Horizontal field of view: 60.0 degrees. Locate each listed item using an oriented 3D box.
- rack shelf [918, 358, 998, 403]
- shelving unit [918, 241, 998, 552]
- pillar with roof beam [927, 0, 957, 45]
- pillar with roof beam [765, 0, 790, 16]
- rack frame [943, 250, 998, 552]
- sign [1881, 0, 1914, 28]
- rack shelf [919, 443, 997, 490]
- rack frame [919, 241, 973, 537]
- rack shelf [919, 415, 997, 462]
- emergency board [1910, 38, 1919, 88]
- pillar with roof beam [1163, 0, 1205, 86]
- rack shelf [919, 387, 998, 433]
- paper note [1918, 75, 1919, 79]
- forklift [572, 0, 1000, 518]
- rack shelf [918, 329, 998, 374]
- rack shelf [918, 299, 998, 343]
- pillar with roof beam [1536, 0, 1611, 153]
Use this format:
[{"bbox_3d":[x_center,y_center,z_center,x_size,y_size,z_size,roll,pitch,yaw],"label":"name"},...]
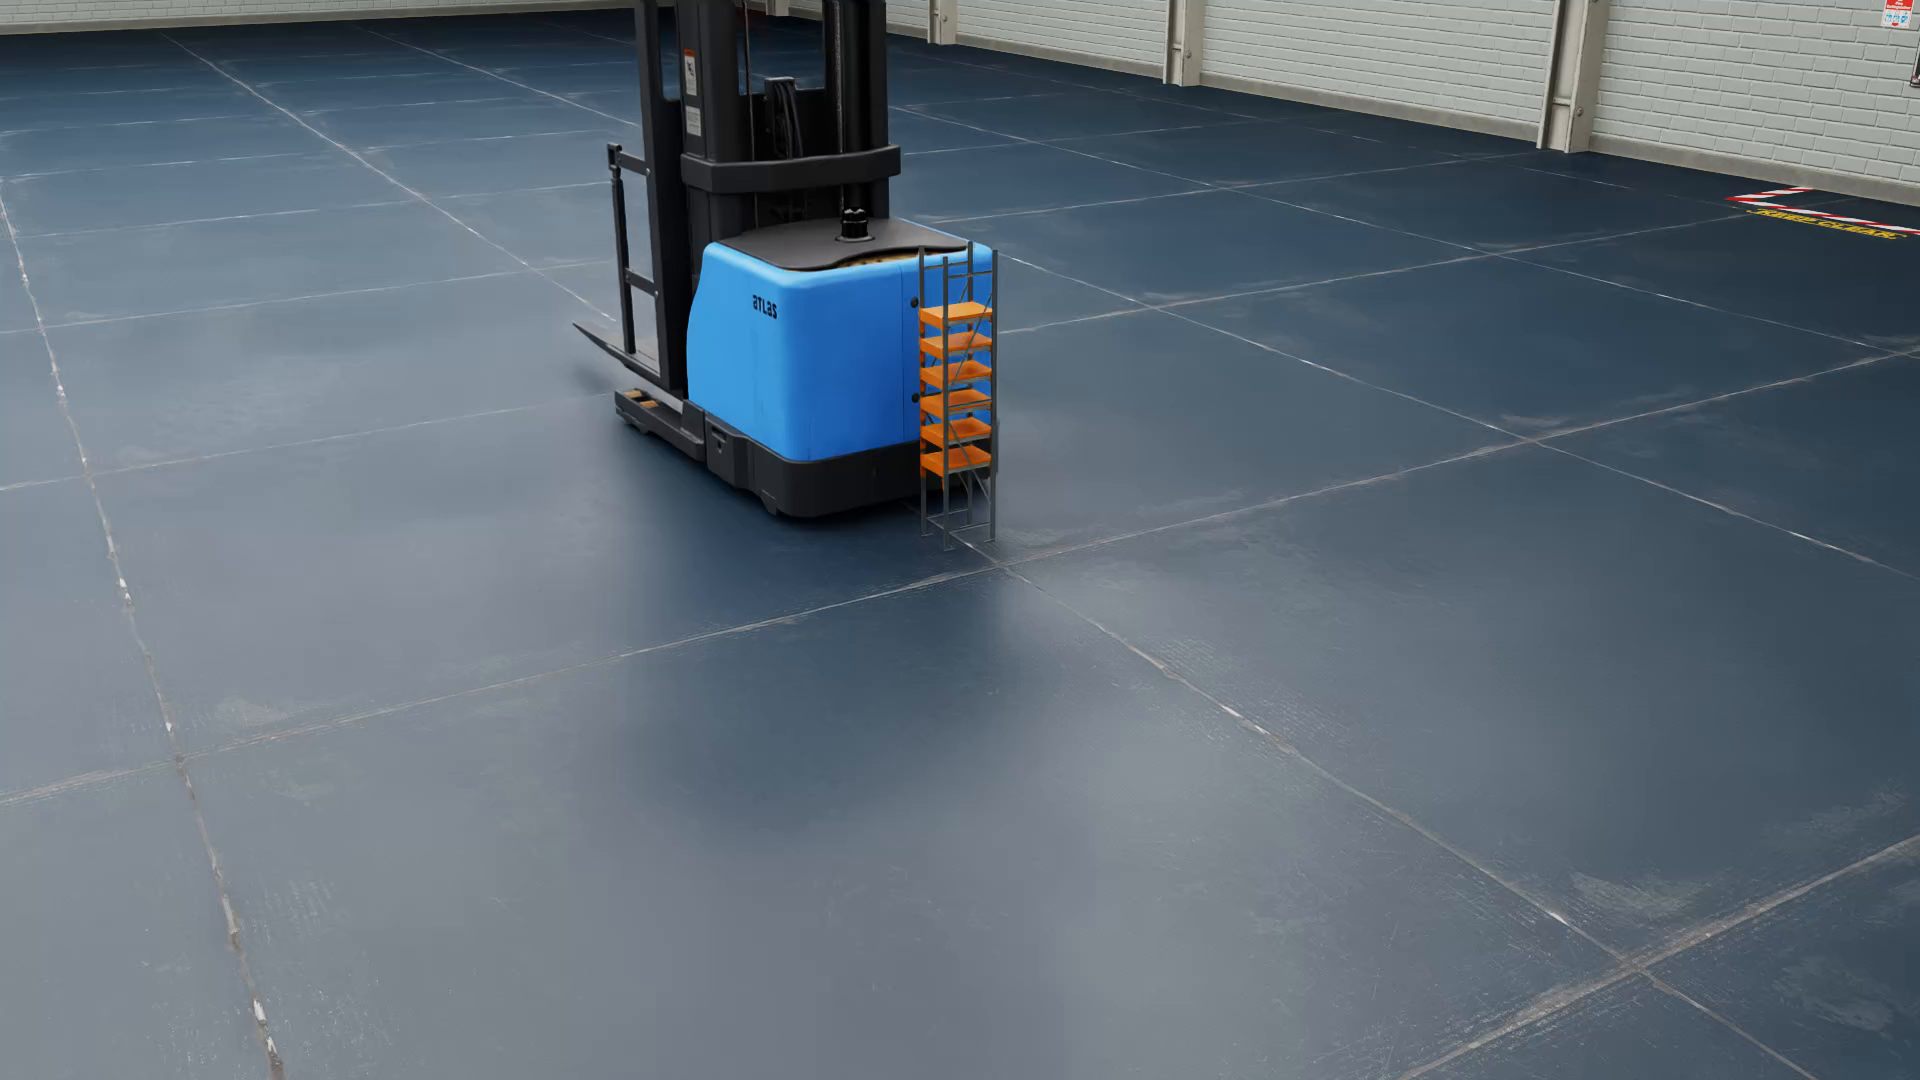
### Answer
[{"bbox_3d":[-0.007,-0.631,6.569,0.258,0.103,0.180,-13,25,-28],"label":"rack shelf"},{"bbox_3d":[-0.007,-0.561,6.597,0.258,1.200,0.189,-13,25,-28],"label":"shelving unit"},{"bbox_3d":[-3.972,-11.024,21.983,9.100,9.000,0.400,-13,25,-28],"label":"pillar with roof beam"},{"bbox_3d":[-7.037,-12.966,26.761,9.100,9.000,0.400,-13,25,-28],"label":"pillar with roof beam"},{"bbox_3d":[0.039,-0.531,6.524,0.240,1.200,0.006,-13,25,-28],"label":"rack frame"},{"bbox_3d":[7.500,-4.269,13.283,0.001,0.329,0.234,-13,25,-28],"label":"sign"},{"bbox_3d":[-0.007,-0.297,6.704,0.258,0.103,0.180,-13,25,-28],"label":"rack shelf"},{"bbox_3d":[-0.054,-0.590,6.670,0.240,1.200,0.006,-13,25,-28],"label":"rack frame"},{"bbox_3d":[-0.007,-0.408,6.659,0.258,0.103,0.180,-13,25,-28],"label":"rack shelf"},{"bbox_3d":[7.705,-4.060,12.816,0.157,1.169,0.626,-13,25,-28],"label":"emergency board"},{"bbox_3d":[-0.907,-9.082,17.204,9.100,9.000,0.400,-13,25,-28],"label":"pillar with roof beam"},{"bbox_3d":[-0.007,-0.519,6.614,0.258,0.103,0.180,-13,25,-28],"label":"rack shelf"},{"bbox_3d":[7.663,-3.716,13.140,0.016,0.148,0.142,-13,25,-28],"label":"paper note"},{"bbox_3d":[-1.046,-1.954,7.726,1.130,2.935,3.031,-14,26,-30],"label":"forklift"},{"bbox_3d":[-0.007,-0.742,6.523,0.258,0.103,0.180,-13,25,-28],"label":"rack shelf"},{"bbox_3d":[-0.007,-0.853,6.478,0.258,0.103,0.180,-13,25,-28],"label":"rack shelf"},{"bbox_3d":[2.157,-7.139,12.426,9.100,9.000,0.400,-13,25,-28],"label":"pillar with roof beam"}]
